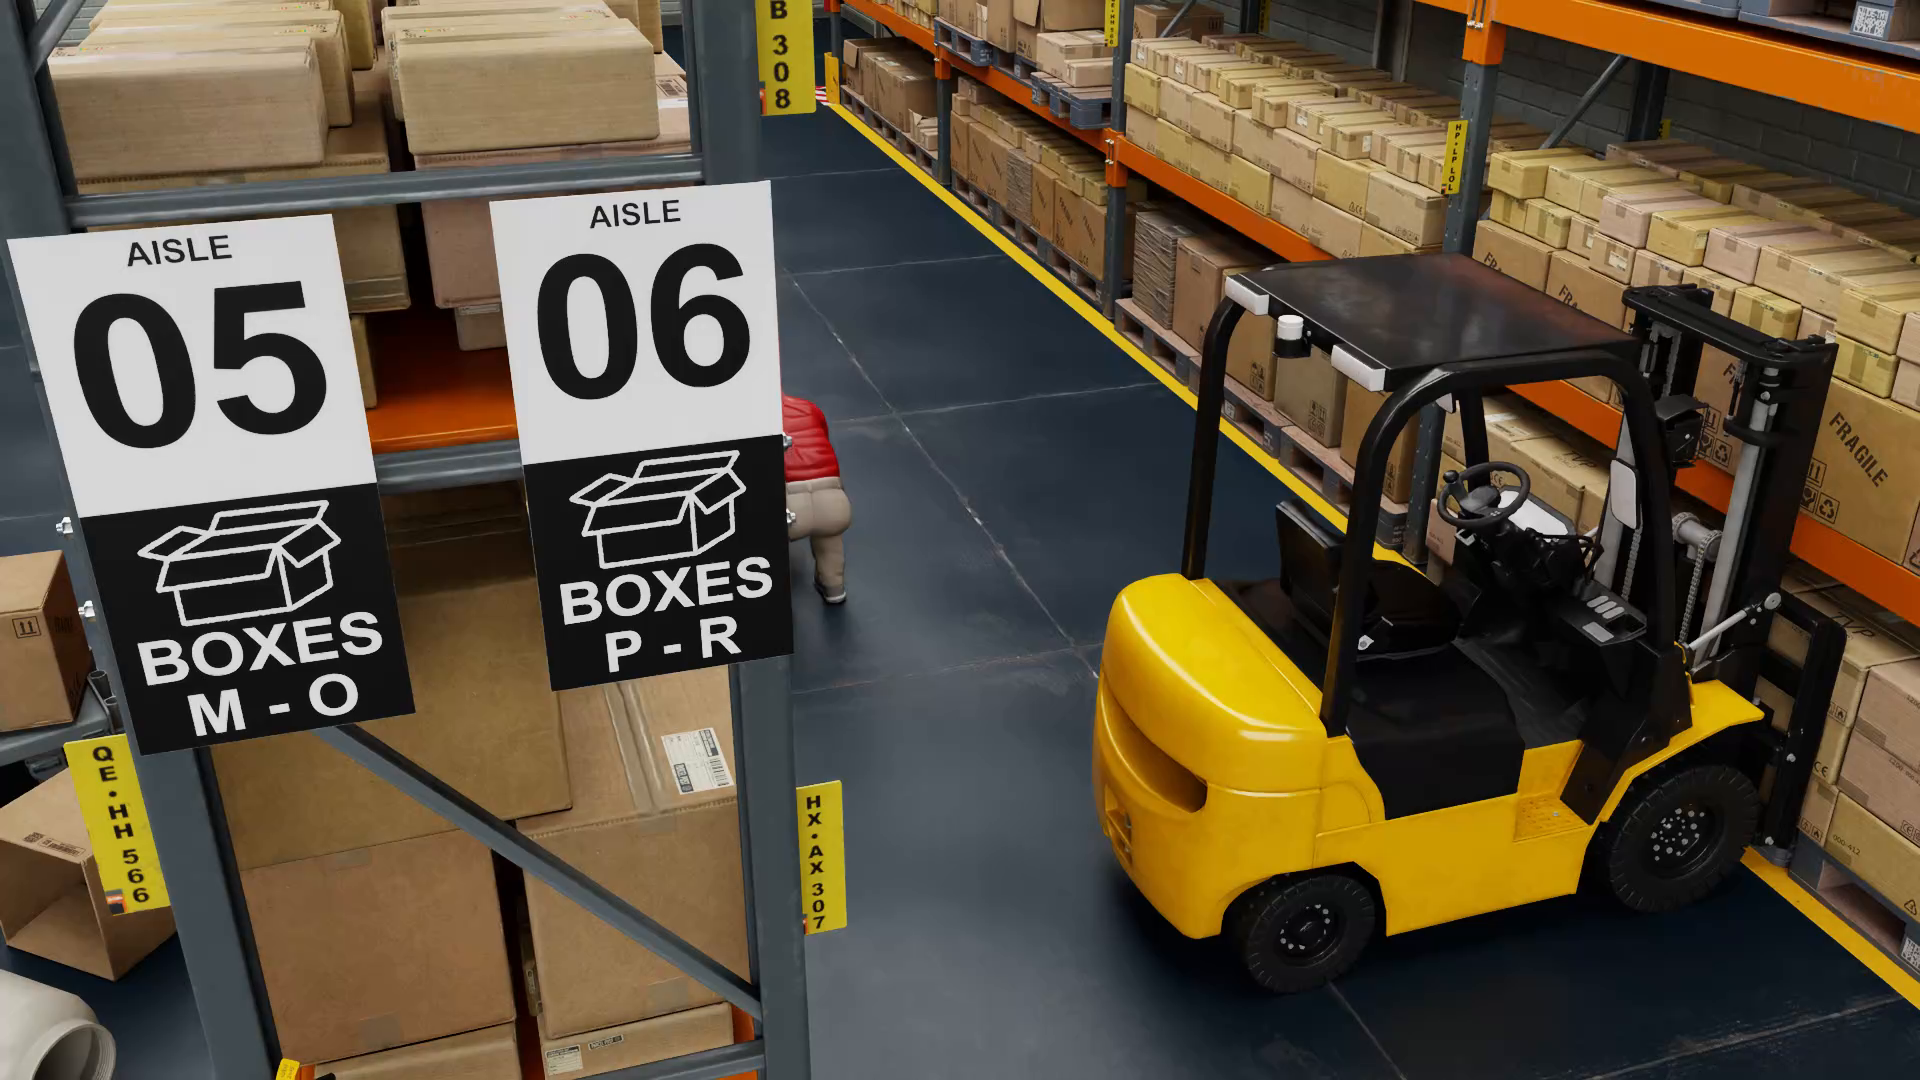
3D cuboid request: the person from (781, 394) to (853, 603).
[{"bbox_3d":[-0.839,-0.240,7.922,0.570,1.028,0.871,-9,27,-17],"label":"person"}]
